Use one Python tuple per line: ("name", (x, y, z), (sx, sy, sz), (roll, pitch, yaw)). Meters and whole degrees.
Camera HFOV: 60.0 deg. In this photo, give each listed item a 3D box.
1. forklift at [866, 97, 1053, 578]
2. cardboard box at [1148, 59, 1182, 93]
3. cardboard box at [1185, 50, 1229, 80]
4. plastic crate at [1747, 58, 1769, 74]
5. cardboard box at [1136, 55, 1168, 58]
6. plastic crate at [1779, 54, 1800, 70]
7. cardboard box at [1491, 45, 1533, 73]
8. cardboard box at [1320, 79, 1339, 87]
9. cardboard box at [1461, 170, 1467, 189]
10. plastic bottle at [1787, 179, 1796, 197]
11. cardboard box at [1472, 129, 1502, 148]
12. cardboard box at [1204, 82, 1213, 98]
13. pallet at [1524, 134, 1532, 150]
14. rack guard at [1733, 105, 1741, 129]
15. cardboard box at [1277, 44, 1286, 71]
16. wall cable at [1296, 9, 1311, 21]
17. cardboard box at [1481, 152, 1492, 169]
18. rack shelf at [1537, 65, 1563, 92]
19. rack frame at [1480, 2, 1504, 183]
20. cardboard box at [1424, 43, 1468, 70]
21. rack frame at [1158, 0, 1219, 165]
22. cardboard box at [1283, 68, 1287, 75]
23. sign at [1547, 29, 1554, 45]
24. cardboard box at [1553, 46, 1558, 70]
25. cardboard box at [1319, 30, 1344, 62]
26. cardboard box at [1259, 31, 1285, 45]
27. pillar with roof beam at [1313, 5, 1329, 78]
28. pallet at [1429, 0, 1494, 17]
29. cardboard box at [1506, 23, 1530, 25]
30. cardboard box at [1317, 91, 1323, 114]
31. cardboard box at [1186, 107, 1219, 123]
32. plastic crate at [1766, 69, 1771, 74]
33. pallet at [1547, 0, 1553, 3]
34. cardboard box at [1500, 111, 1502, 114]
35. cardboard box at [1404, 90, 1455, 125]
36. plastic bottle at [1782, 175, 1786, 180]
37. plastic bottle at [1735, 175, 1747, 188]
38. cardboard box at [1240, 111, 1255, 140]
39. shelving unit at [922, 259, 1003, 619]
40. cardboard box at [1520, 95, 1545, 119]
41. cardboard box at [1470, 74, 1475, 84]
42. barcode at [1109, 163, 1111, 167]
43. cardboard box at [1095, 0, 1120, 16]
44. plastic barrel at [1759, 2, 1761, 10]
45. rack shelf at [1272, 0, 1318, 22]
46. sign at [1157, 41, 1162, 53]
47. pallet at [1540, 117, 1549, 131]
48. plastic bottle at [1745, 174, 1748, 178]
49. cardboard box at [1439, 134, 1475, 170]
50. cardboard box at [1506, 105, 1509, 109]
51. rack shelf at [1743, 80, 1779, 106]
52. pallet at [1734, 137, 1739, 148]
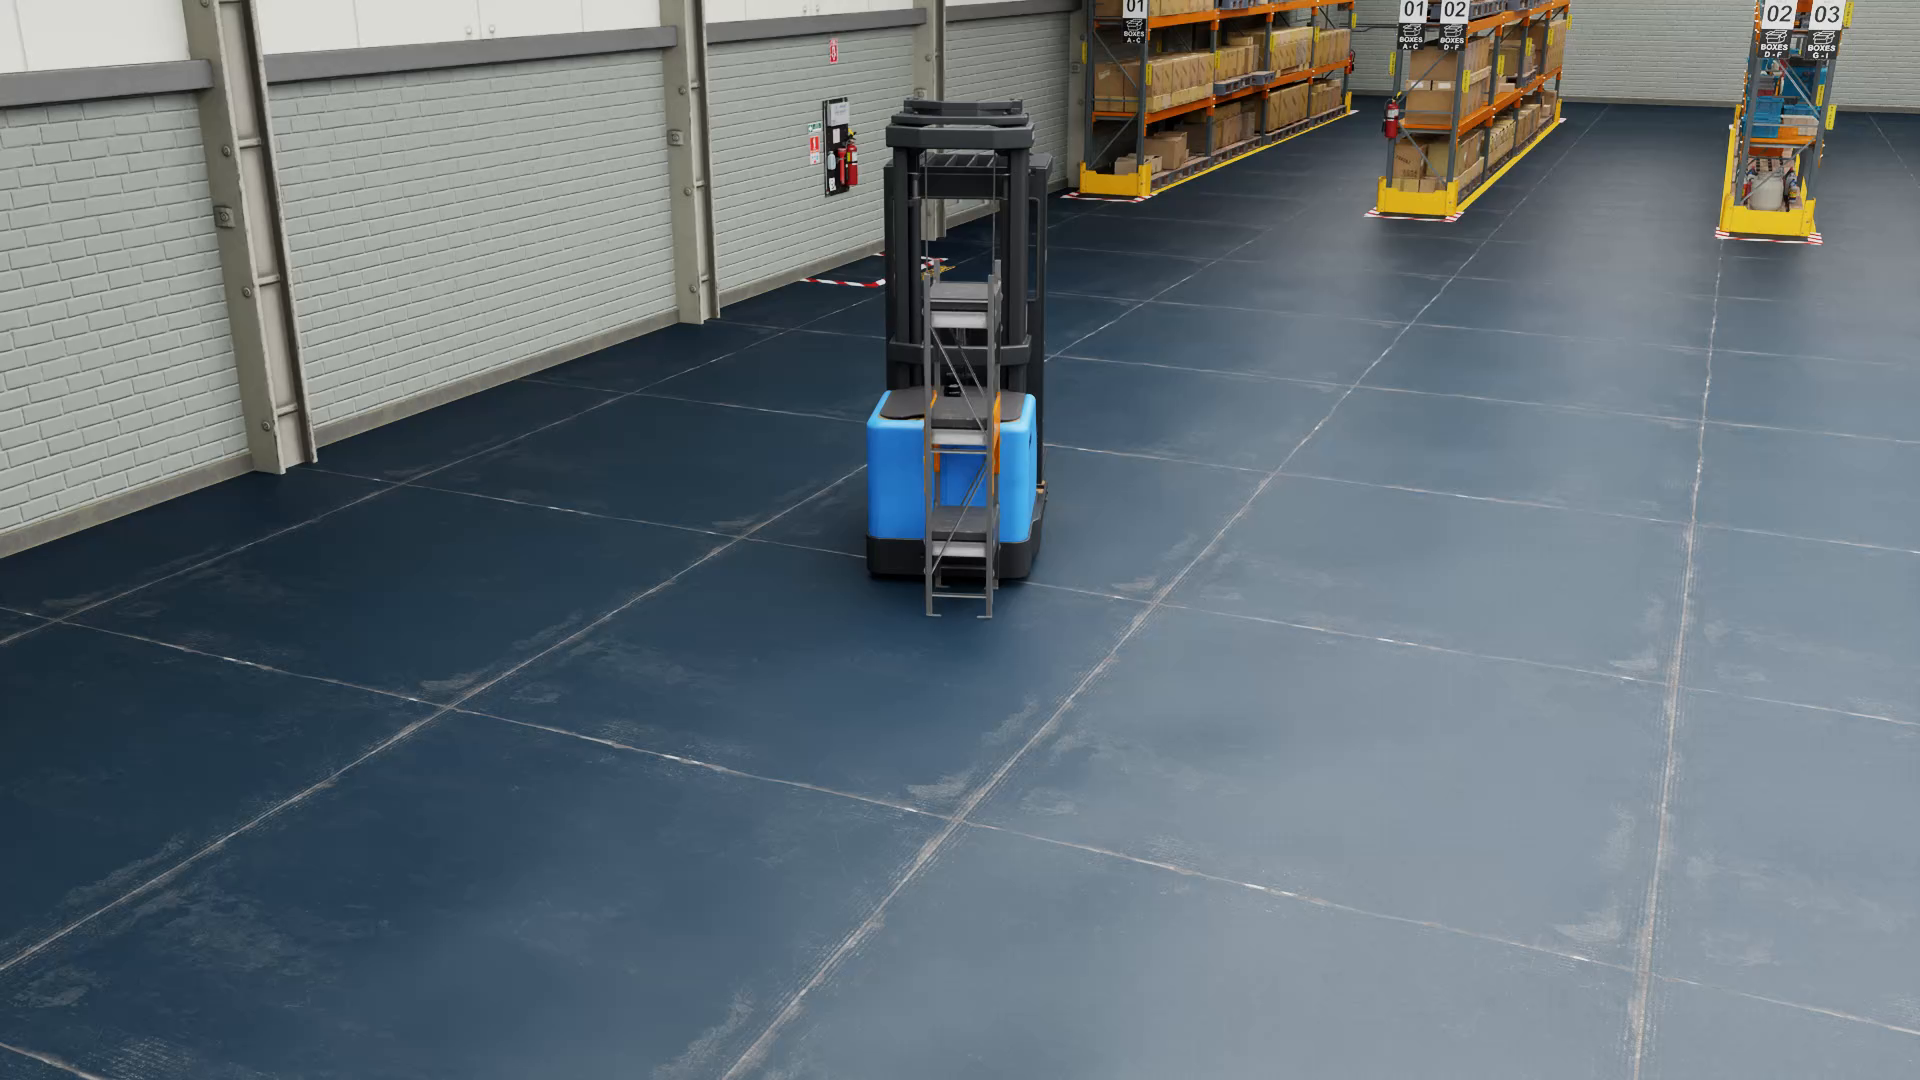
("forklift", (0.062, -1.588, 11.561), (1.130, 2.935, 3.031), (2, 20, 5))
("cardboard box", (3.443, -7.877, 28.216), (0.500, 0.500, 0.500), (8, 21, 21))
("cardboard box", (4.657, -8.971, 31.413), (0.700, 0.500, 0.500), (11, 22, 28))
("plastic crate", (16.377, -9.693, 34.181), (0.392, 0.384, 0.575), (9, 21, 23))
("cardboard box", (3.375, -8.264, 29.304), (0.500, 0.500, 0.500), (9, 22, 24))
("plastic crate", (17.091, -9.779, 34.305), (0.402, 0.464, 0.583), (9, 21, 23))
("cardboard box", (11.045, -9.647, 33.342), (0.700, 0.500, 0.500), (13, 23, 33))
("cardboard box", (8.910, -11.020, 40.115), (0.380, 0.149, 0.250), (9, 22, 24))
("cardboard box", (7.894, -5.837, 26.881), (0.500, 0.250, 0.500), (9, 21, 23))
("plastic bottle", (12.874, -5.445, 25.717), (0.097, 0.271, 0.097), (0, 20, 0))
("cardboard box", (9.520, -7.287, 30.122), (0.500, 0.311, 0.500), (8, 21, 21))
("cardboard box", (4.265, -8.149, 30.099), (0.500, 0.250, 0.500), (9, 21, 23))
("pallet", (11.182, -8.221, 34.271), (1.003, 0.211, 1.213), (9, 21, 23))
("rack guard", (18.133, -9.536, 37.538), (1.175, 0.500, 0.348), (9, 21, 23))
("cardboard box", (6.476, -10.088, 34.735), (0.500, 0.500, 0.500), (9, 22, 24))
("wall cable", (8.758, -13.064, 42.211), (0.084, 1.984, 1.851), (9, 21, 23))
("cardboard box", (9.094, -6.709, 29.335), (0.500, 0.250, 0.500), (8, 21, 21))
("rack shelf", (12.798, -10.436, 37.409), (1.077, 0.370, 4.000), (9, 21, 23))
("rack frame", (8.703, -7.718, 28.693), (1.000, 3.000, 0.127), (9, 21, 23))
("cardboard box", (7.500, -7.472, 25.917), (0.700, 0.500, 0.500), (8, 21, 21))
("rack frame", (4.182, -8.396, 30.601), (1.000, 3.000, 0.127), (9, 21, 23))
("cardboard box", (6.785, -10.049, 35.594), (0.380, 0.149, 0.250), (9, 21, 23))
("sign", (12.487, -10.634, 35.165), (0.100, 0.325, 0.005), (9, 21, 23))
("cardboard box", (13.057, -10.794, 37.194), (0.500, 0.500, 0.500), (8, 21, 22))
("cardboard box", (8.609, -11.825, 39.794), (0.980, 0.700, 0.700), (8, 21, 22))
("cardboard box", (6.461, -10.437, 34.597), (0.500, 0.250, 0.500), (8, 21, 22))
("pillar with roof beam", (13.340, -15.244, 40.904), (9.100, 9.000, 0.400), (9, 21, 23))
("pallet", (7.877, -8.453, 26.417), (1.003, 0.211, 1.213), (9, 21, 23))
("cardboard box", (12.157, -11.028, 36.361), (0.500, 0.500, 0.500), (8, 21, 22))
("cardboard box", (8.067, -10.229, 38.860), (0.700, 0.500, 0.500), (8, 21, 22))
("cardboard box", (4.646, -8.141, 31.840), (0.500, 0.250, 0.500), (8, 21, 22))
("plastic crate", (16.710, -9.760, 34.757), (0.437, 0.125, 0.590), (9, 21, 23))
("pallet", (11.648, -11.298, 34.565), (1.213, 0.211, 1.003), (9, 21, 23))
("cardboard box", (10.722, -8.446, 33.816), (0.500, 0.500, 0.500), (8, 21, 21))
("cardboard box", (7.268, -6.683, 25.634), (0.700, 0.500, 0.500), (9, 21, 23))
("plastic bottle", (12.905, -5.577, 26.070), (0.061, 0.283, 0.133), (9, 21, 23))
("plastic bottle", (12.260, -5.619, 26.087), (0.144, 0.351, 0.185), (8, 21, 22))
("cardboard box", (5.573, -8.421, 33.745), (0.700, 0.500, 0.500), (9, 21, 23))
("shelving unit", (0.018, -0.598, 10.017), (0.431, 2.100, 0.503), (2, 20, 5))
("cardboard box", (12.744, -9.769, 37.531), (0.797, 0.503, 0.637), (9, 21, 23))
("cardboard box", (8.053, -7.408, 26.704), (0.380, 0.149, 0.250), (9, 21, 23))
("barcode", (2.552, -6.378, 28.268), (0.001, 0.075, 0.075), (9, 21, 23))
("cardboard box", (2.484, -8.805, 27.096), (0.500, 0.500, 0.500), (10, 22, 27))
("plastic barrel", (13.499, -9.071, 27.275), (0.600, 0.901, 0.600), (0, 20, 0))
("rack shelf", (6.639, -11.305, 35.376), (1.077, 0.370, 4.000), (9, 21, 23))
("sign", (3.674, -9.017, 30.618), (0.100, 0.325, 0.005), (9, 21, 23))
("pallet", (12.759, -9.433, 37.679), (1.003, 0.211, 1.213), (9, 21, 23))
("plastic bottle", (12.408, -5.661, 26.325), (0.097, 0.271, 0.097), (0, 20, 0))
("cardboard box", (8.104, -6.342, 27.183), (0.500, 0.500, 0.500), (9, 21, 23))
("cardboard box", (11.149, -9.126, 34.608), (0.500, 0.250, 0.500), (9, 21, 23))
("rack shelf", (15.678, -8.532, 32.057), (1.077, 0.370, 4.000), (9, 21, 23))
("pallet", (16.143, -7.938, 33.475), (1.003, 0.211, 1.213), (9, 21, 23))
